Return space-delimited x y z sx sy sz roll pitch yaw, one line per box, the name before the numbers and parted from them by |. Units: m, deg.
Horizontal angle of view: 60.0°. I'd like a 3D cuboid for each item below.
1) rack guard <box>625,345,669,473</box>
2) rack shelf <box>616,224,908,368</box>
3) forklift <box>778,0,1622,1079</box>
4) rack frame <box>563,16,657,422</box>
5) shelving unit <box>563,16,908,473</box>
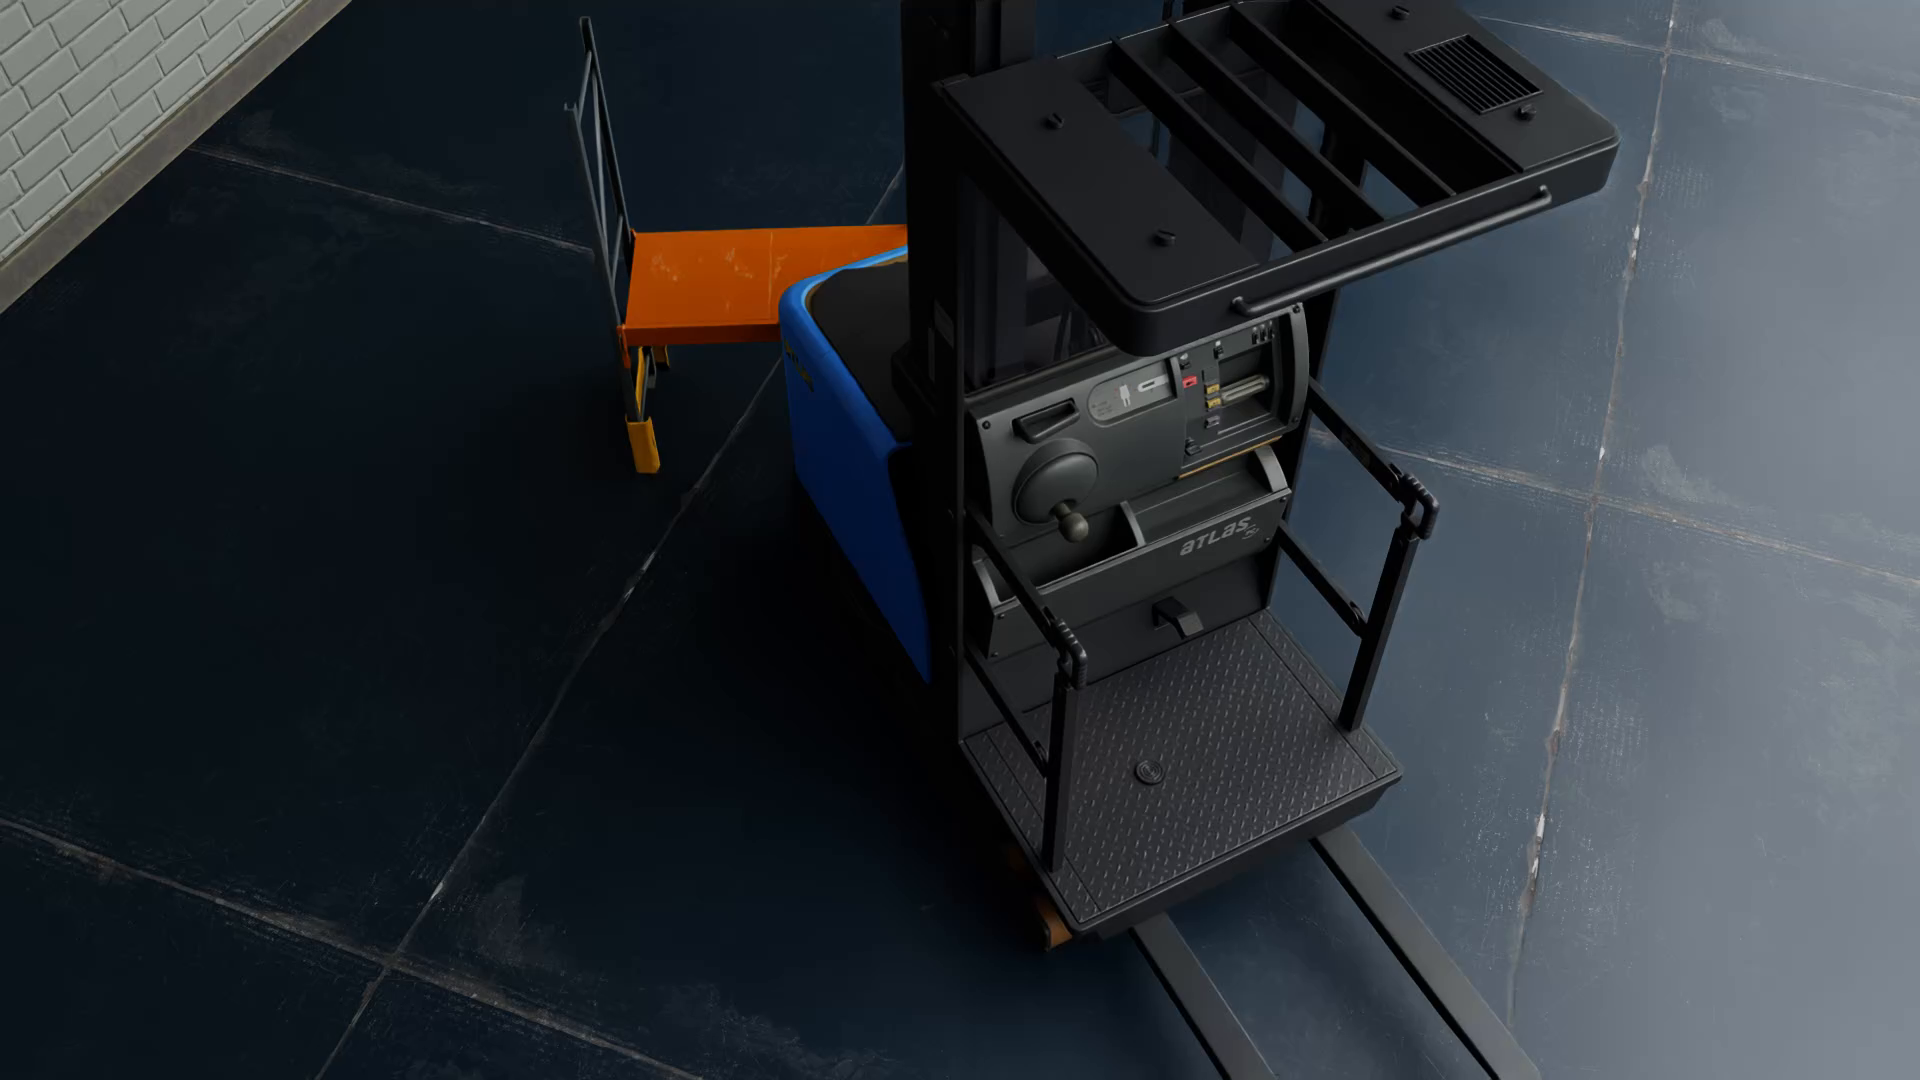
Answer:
rack guard | -1.135 -0.543 6.055 0.087 0.250 0.587 -2 49 -2
rack shelf | -0.647 -0.853 5.735 1.000 0.185 0.538 -2 49 -2
forklift | 0.565 -0.198 3.982 1.130 2.935 3.031 -22 52 -18
rack frame | -1.155 -0.951 5.582 0.032 1.500 0.500 -2 49 -2
shelving unit | -0.638 -0.971 5.599 1.083 1.500 0.587 -2 49 -2
